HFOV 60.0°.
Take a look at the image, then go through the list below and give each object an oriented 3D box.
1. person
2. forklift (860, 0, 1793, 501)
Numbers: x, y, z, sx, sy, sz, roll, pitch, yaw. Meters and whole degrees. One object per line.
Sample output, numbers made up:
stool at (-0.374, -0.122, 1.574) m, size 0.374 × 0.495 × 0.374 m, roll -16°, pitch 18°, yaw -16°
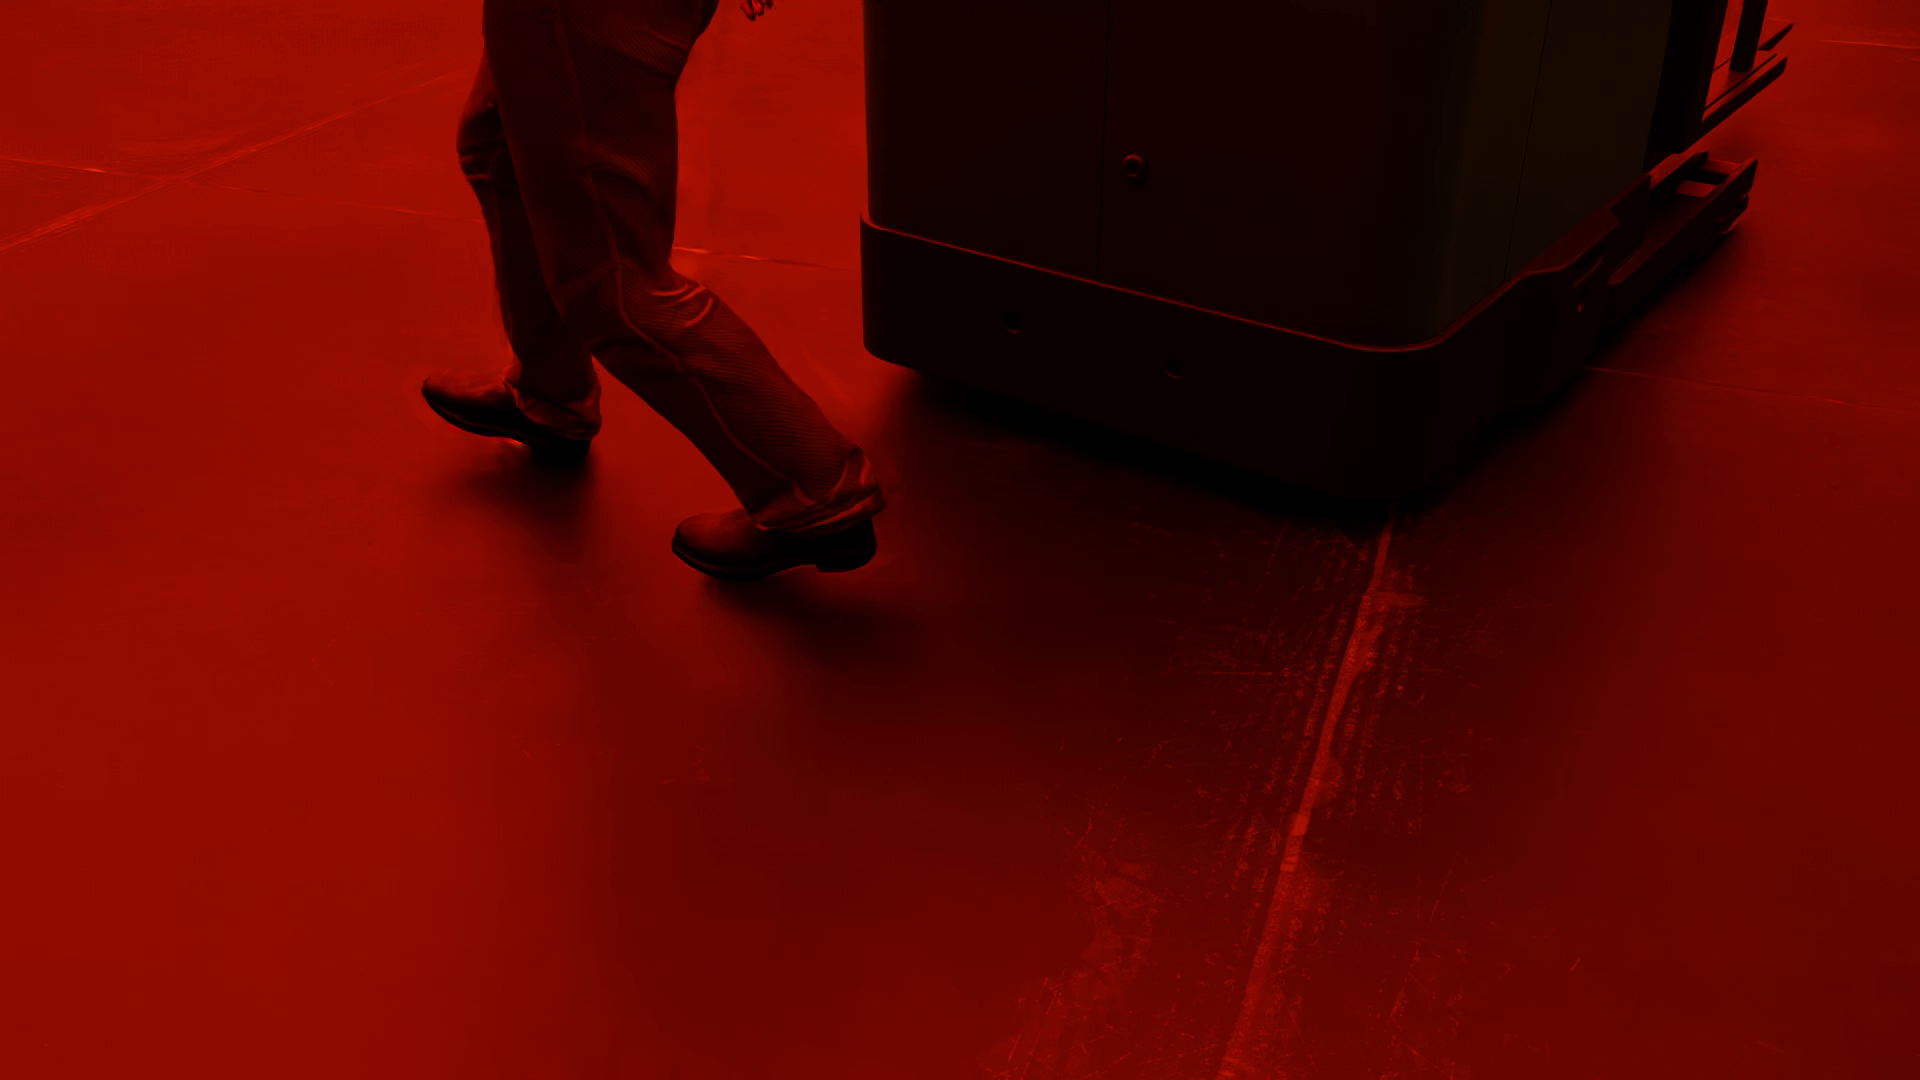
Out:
person at (-0.494, -0.783, 2.208) m, size 0.838 × 1.658 × 0.675 m, roll 4°, pitch 30°, yaw 6°
forklift at (1.107, -2.003, 3.061) m, size 1.130 × 2.935 × 3.031 m, roll 20°, pitch 35°, yaw 31°
